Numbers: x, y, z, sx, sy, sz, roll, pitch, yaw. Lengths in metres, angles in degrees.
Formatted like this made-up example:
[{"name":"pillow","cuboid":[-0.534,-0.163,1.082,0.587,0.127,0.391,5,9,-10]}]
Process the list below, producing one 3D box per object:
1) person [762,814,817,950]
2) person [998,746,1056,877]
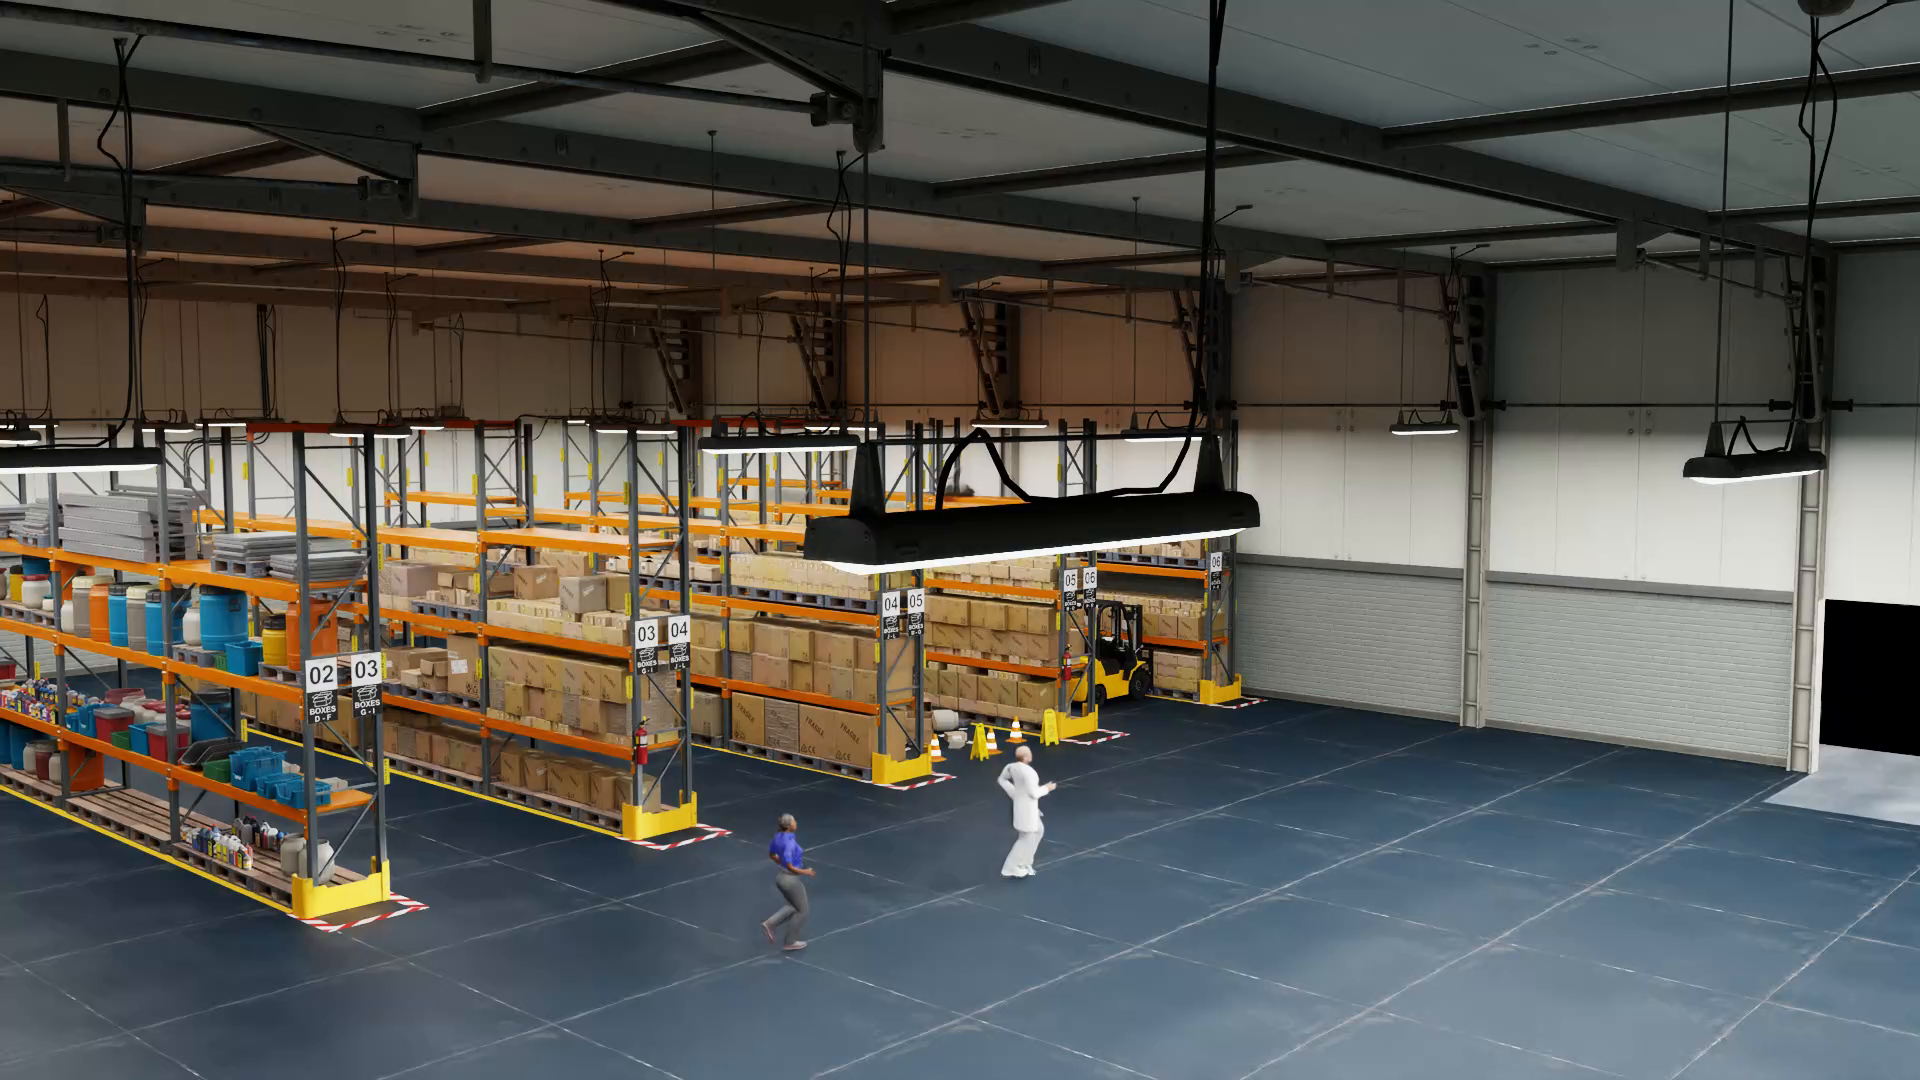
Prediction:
[{"name":"person","cuboid":[-1.988,3.959,19.251,0.583,1.593,0.573,-2,5,-26]},{"name":"person","cuboid":[0.899,3.640,22.207,0.755,1.814,0.688,-1,5,-16]}]
